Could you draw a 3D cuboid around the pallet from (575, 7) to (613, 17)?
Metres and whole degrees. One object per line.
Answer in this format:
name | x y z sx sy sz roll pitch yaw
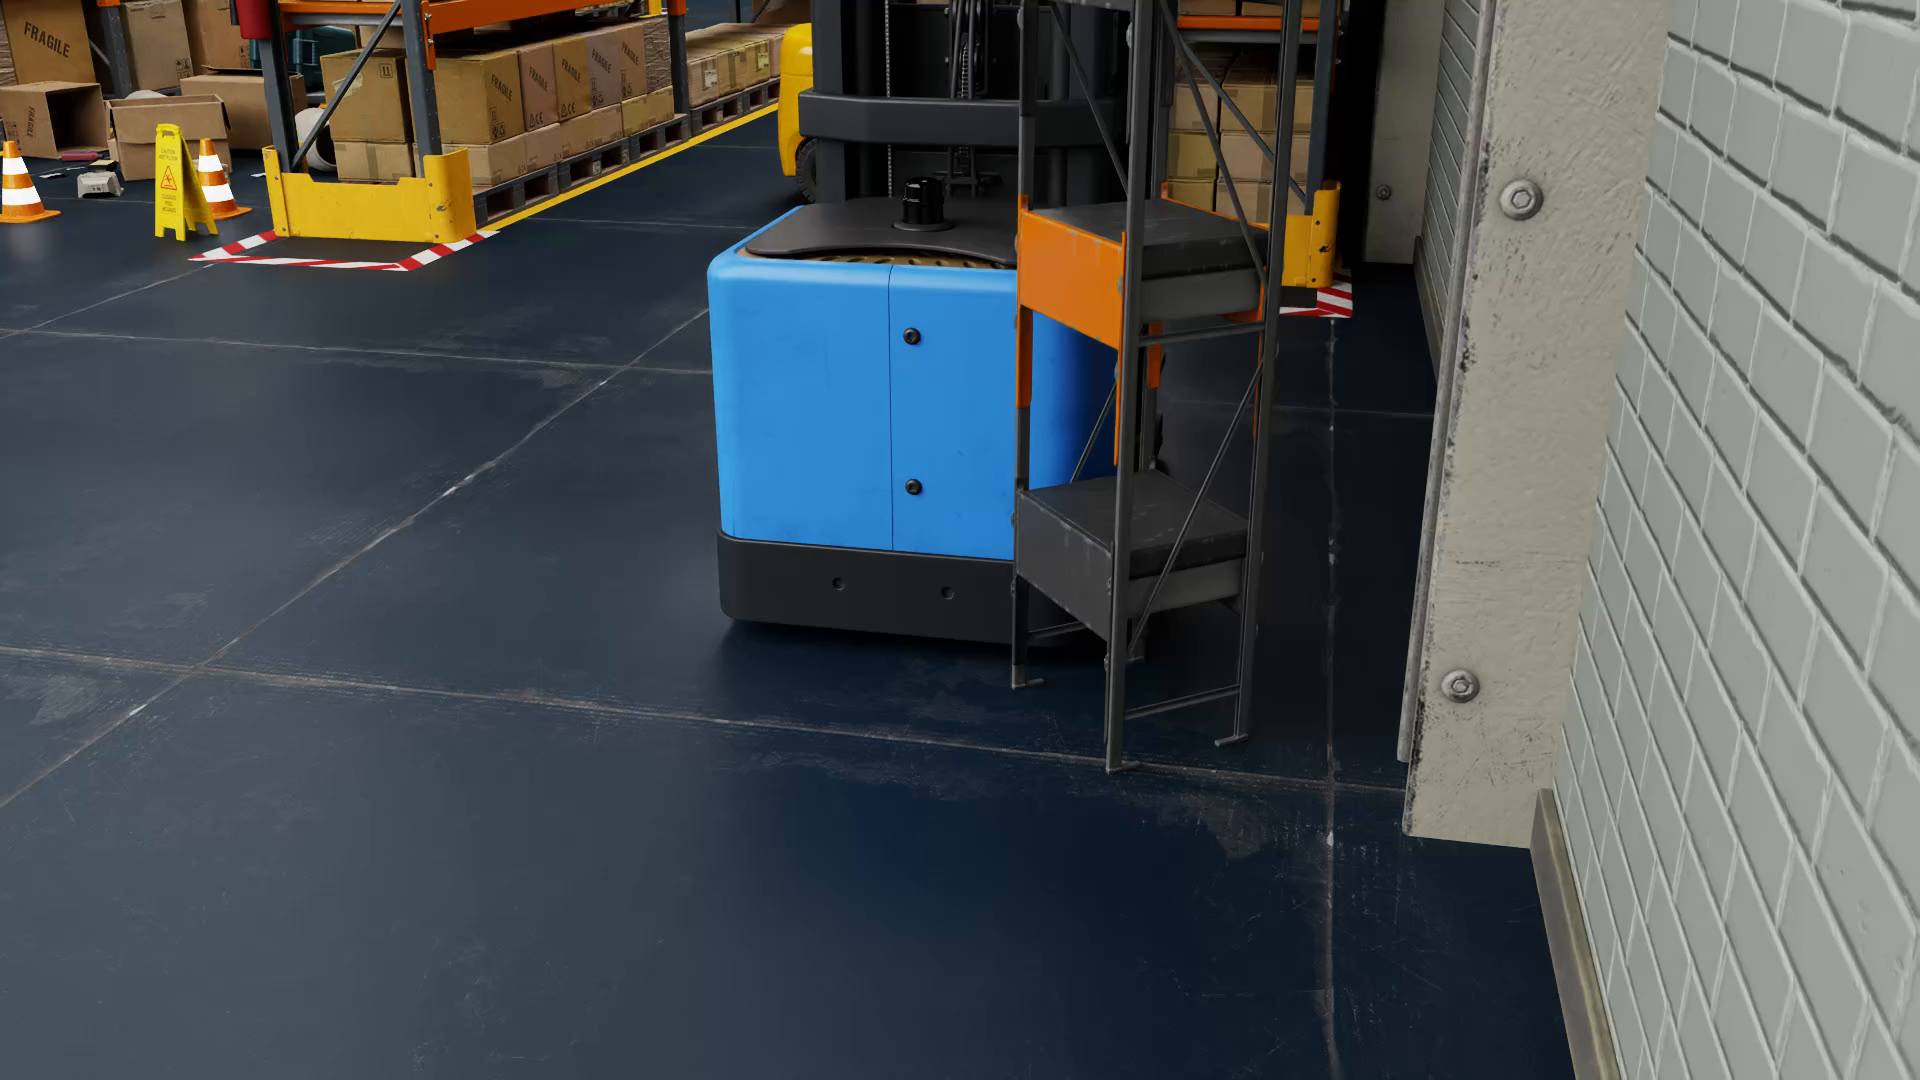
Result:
pallet | -5.546 -7.310 23.222 1.003 0.211 1.213 4 22 11

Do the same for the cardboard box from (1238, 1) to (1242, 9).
cardboard box | 1.341 -3.237 9.242 0.500 0.500 0.500 5 23 13

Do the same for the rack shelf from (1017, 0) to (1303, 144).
rack shelf | 0.426 -1.168 3.605 0.431 0.518 0.480 -10 24 -24

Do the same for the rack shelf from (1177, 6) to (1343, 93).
rack shelf | 1.790 -3.199 10.246 1.077 0.370 4.000 4 22 11

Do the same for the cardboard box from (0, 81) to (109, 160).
cardboard box | -6.840 -3.178 12.571 0.500 0.500 0.500 8 23 20

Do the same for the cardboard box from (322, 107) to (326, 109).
cardboard box | -4.929 -3.239 13.041 0.258 0.266 0.396 -11 25 -26

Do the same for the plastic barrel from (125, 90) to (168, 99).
plastic barrel | -6.258 -3.255 12.869 0.421 0.421 0.512 -16 27 -35

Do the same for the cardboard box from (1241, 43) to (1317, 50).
cardboard box | 2.082 -3.083 10.773 0.500 0.250 0.500 5 22 11

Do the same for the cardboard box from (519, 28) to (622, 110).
cardboard box | -2.725 -3.299 11.645 0.500 0.500 0.500 6 23 14

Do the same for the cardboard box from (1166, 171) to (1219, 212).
cardboard box | 1.169 -1.917 9.217 0.500 0.250 0.500 5 22 11

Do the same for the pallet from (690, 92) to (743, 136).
pallet | -2.504 -3.633 14.092 1.003 0.211 1.213 4 22 11

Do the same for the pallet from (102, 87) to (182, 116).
pallet | -7.444 -3.976 14.945 1.003 0.211 1.213 4 22 11

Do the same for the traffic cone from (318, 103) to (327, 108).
traffic cone | -5.776 -4.181 15.115 0.336 0.463 0.334 4 22 11

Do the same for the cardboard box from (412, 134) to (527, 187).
cardboard box | -3.042 -2.372 10.347 0.500 0.250 0.500 4 22 10

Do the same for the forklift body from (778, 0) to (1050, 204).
forklift body | -0.017 -3.241 10.521 2.313 2.155 1.214 4 22 11

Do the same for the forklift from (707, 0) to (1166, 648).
forklift | 0.129 -1.590 5.378 1.130 2.935 3.031 4 22 11

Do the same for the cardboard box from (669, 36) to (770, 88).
cardboard box | -2.273 -4.327 15.038 0.950 0.372 0.625 5 23 13

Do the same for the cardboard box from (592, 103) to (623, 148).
cardboard box | -2.726 -2.943 11.765 0.500 0.250 0.500 5 22 12

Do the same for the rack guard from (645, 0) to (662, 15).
rack guard | -5.095 -8.183 25.004 1.175 0.500 0.348 4 22 11

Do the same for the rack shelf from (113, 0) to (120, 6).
rack shelf | -7.120 -5.380 15.659 1.077 0.370 4.000 4 22 11

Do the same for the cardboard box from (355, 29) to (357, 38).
cardboard box | -6.833 -5.741 18.377 0.500 0.500 0.500 4 22 11

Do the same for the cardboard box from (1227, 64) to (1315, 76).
cardboard box | 1.764 -2.529 9.398 0.500 0.250 0.500 4 22 11

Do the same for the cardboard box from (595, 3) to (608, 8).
cardboard box | -5.178 -7.555 23.351 0.380 0.149 0.250 5 22 12

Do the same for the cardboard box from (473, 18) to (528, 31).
cardboard box | -3.286 -3.687 11.738 0.380 0.149 0.250 6 23 14

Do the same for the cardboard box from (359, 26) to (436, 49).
cardboard box | -3.560 -3.199 10.528 0.380 0.149 0.250 5 22 12

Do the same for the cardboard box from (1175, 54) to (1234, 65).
cardboard box | 1.363 -2.750 9.946 0.500 0.250 0.500 5 22 12

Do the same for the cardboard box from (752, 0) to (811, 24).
cardboard box | -1.623 -5.560 17.426 0.875 0.875 0.875 4 22 10

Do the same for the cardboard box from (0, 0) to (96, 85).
cardboard box | -7.725 -3.967 13.469 0.875 0.875 0.875 5 22 12

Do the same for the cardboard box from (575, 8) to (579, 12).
cardboard box | -5.429 -7.279 22.665 0.380 0.149 0.250 4 22 9

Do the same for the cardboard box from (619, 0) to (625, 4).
cardboard box | -5.074 -7.843 24.066 0.380 0.149 0.250 4 22 11

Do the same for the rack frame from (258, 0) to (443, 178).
rack frame | -3.478 -3.179 9.231 1.000 3.000 0.127 4 22 11

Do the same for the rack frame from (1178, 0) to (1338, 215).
rack frame | 1.382 -2.802 8.295 1.000 3.000 0.127 4 22 11

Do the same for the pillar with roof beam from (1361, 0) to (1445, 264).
pillar with roof beam | -1.808 -6.099 8.451 9.100 9.000 0.400 4 22 11

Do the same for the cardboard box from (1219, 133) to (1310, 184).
cardboard box | 1.682 -2.109 9.024 0.500 0.250 0.500 5 22 12

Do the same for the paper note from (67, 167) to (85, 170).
paper note | -6.383 -2.682 12.000 0.032 0.001 0.123 18 28 38

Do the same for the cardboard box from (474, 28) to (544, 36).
cardboard box | -3.251 -3.327 11.715 0.500 0.500 0.500 6 23 14

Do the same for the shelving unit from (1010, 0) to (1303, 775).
shelving unit | 0.426 -0.531 3.861 0.431 2.100 0.503 -10 24 -24

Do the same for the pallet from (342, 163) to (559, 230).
pallet | -3.262 -2.207 10.552 1.003 0.211 1.213 4 22 11

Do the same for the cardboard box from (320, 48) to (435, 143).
cardboard box | -3.569 -2.759 10.303 0.500 0.500 0.500 5 22 11

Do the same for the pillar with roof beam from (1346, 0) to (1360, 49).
pillar with roof beam | 0.641 -10.487 19.348 9.100 9.000 0.400 4 22 11

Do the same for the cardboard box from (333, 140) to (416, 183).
cardboard box | -3.571 -2.423 10.473 0.500 0.250 0.500 4 22 11

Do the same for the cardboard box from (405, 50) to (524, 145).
cardboard box | -3.038 -2.729 10.228 0.500 0.500 0.500 4 22 9

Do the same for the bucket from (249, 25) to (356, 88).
bucket | -5.299 -3.943 13.476 0.726 0.611 0.620 13 15 29
